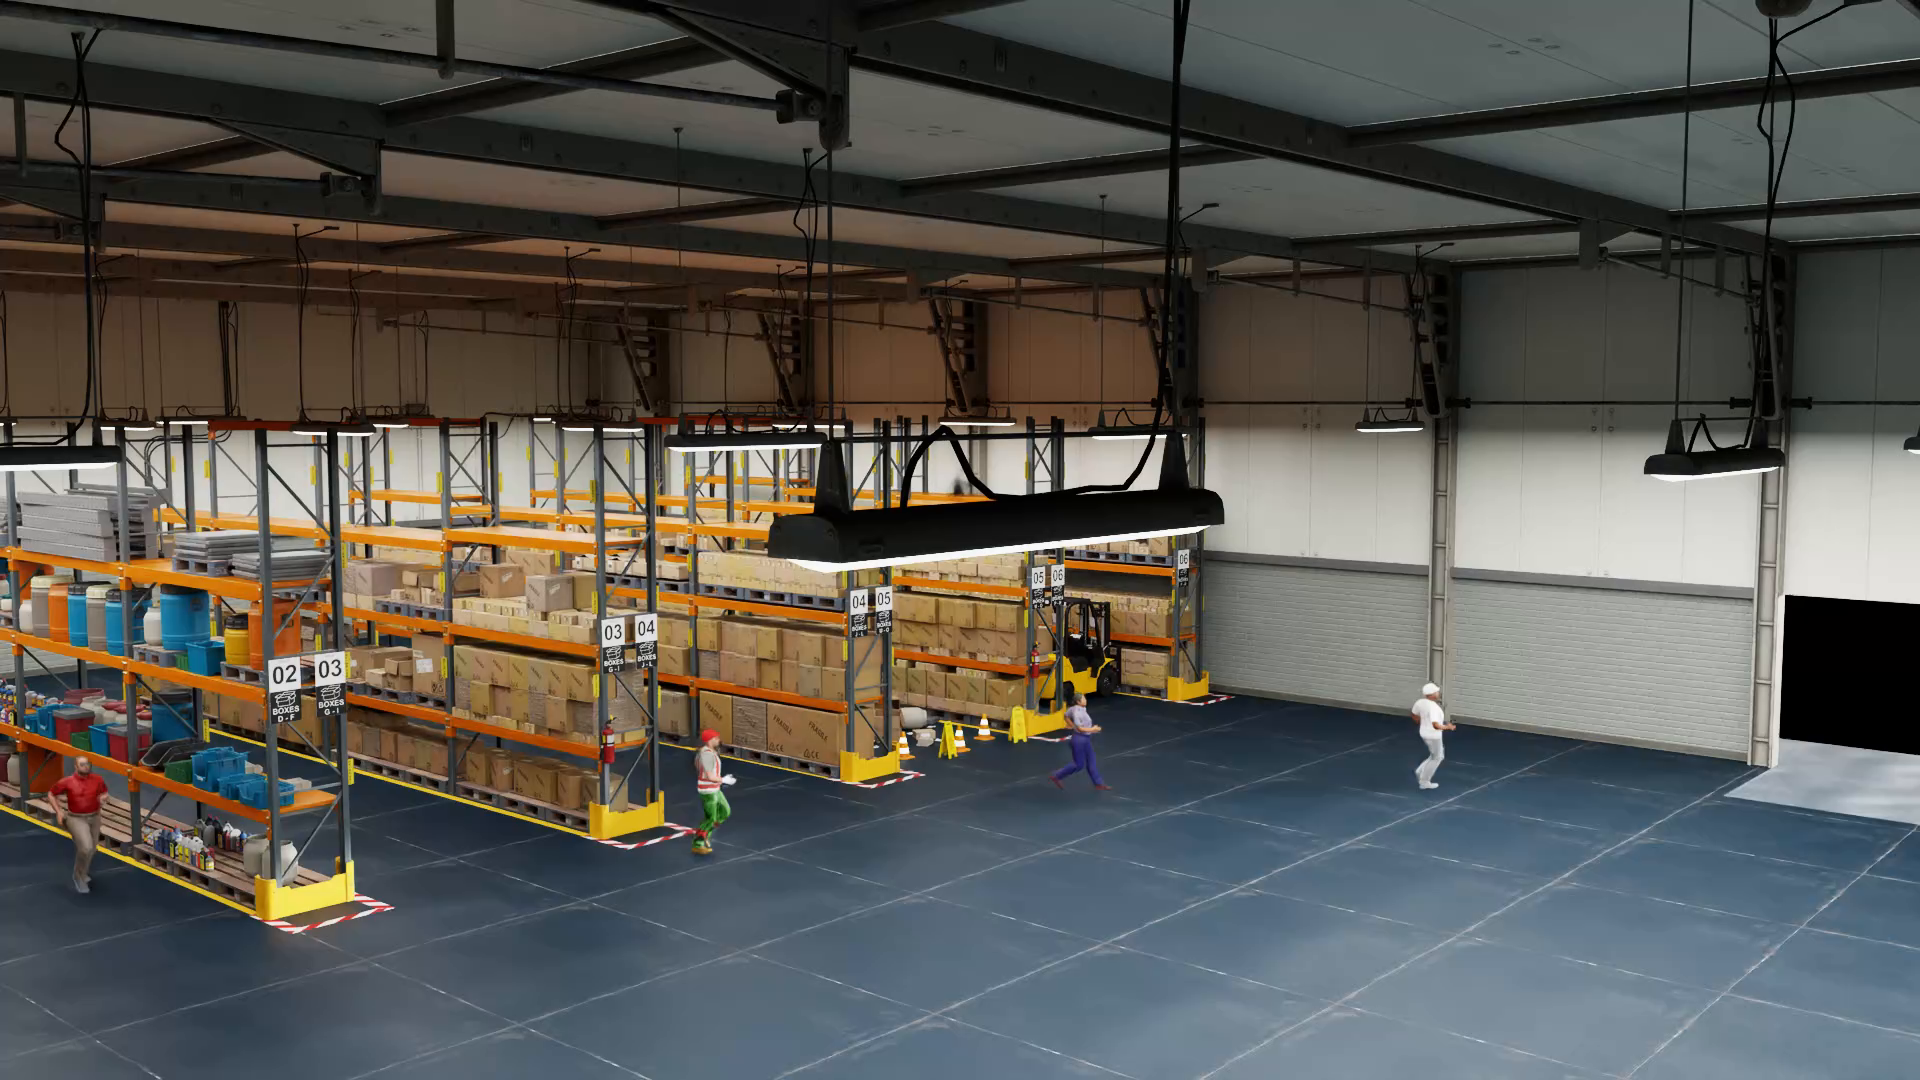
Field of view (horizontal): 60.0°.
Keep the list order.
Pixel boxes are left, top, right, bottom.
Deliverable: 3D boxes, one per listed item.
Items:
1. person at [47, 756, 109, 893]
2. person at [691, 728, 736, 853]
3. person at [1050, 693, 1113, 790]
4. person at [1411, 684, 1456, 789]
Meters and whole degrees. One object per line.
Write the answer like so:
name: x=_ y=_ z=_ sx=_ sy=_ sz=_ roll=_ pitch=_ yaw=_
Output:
person: x=-11.360 y=3.691 z=21.589 sx=0.729 sy=1.784 sz=0.632 roll=3 pitch=6 yaw=31
person: x=-3.455 y=3.507 z=23.328 sx=0.638 sy=1.757 sz=0.691 roll=0 pitch=5 yaw=-5
person: x=1.967 y=3.263 z=26.888 sx=1.021 sy=1.608 sz=0.619 roll=0 pitch=5 yaw=1
person: x=7.762 y=3.190 z=27.212 sx=0.582 sy=1.704 sz=0.688 roll=-1 pitch=5 yaw=-6
